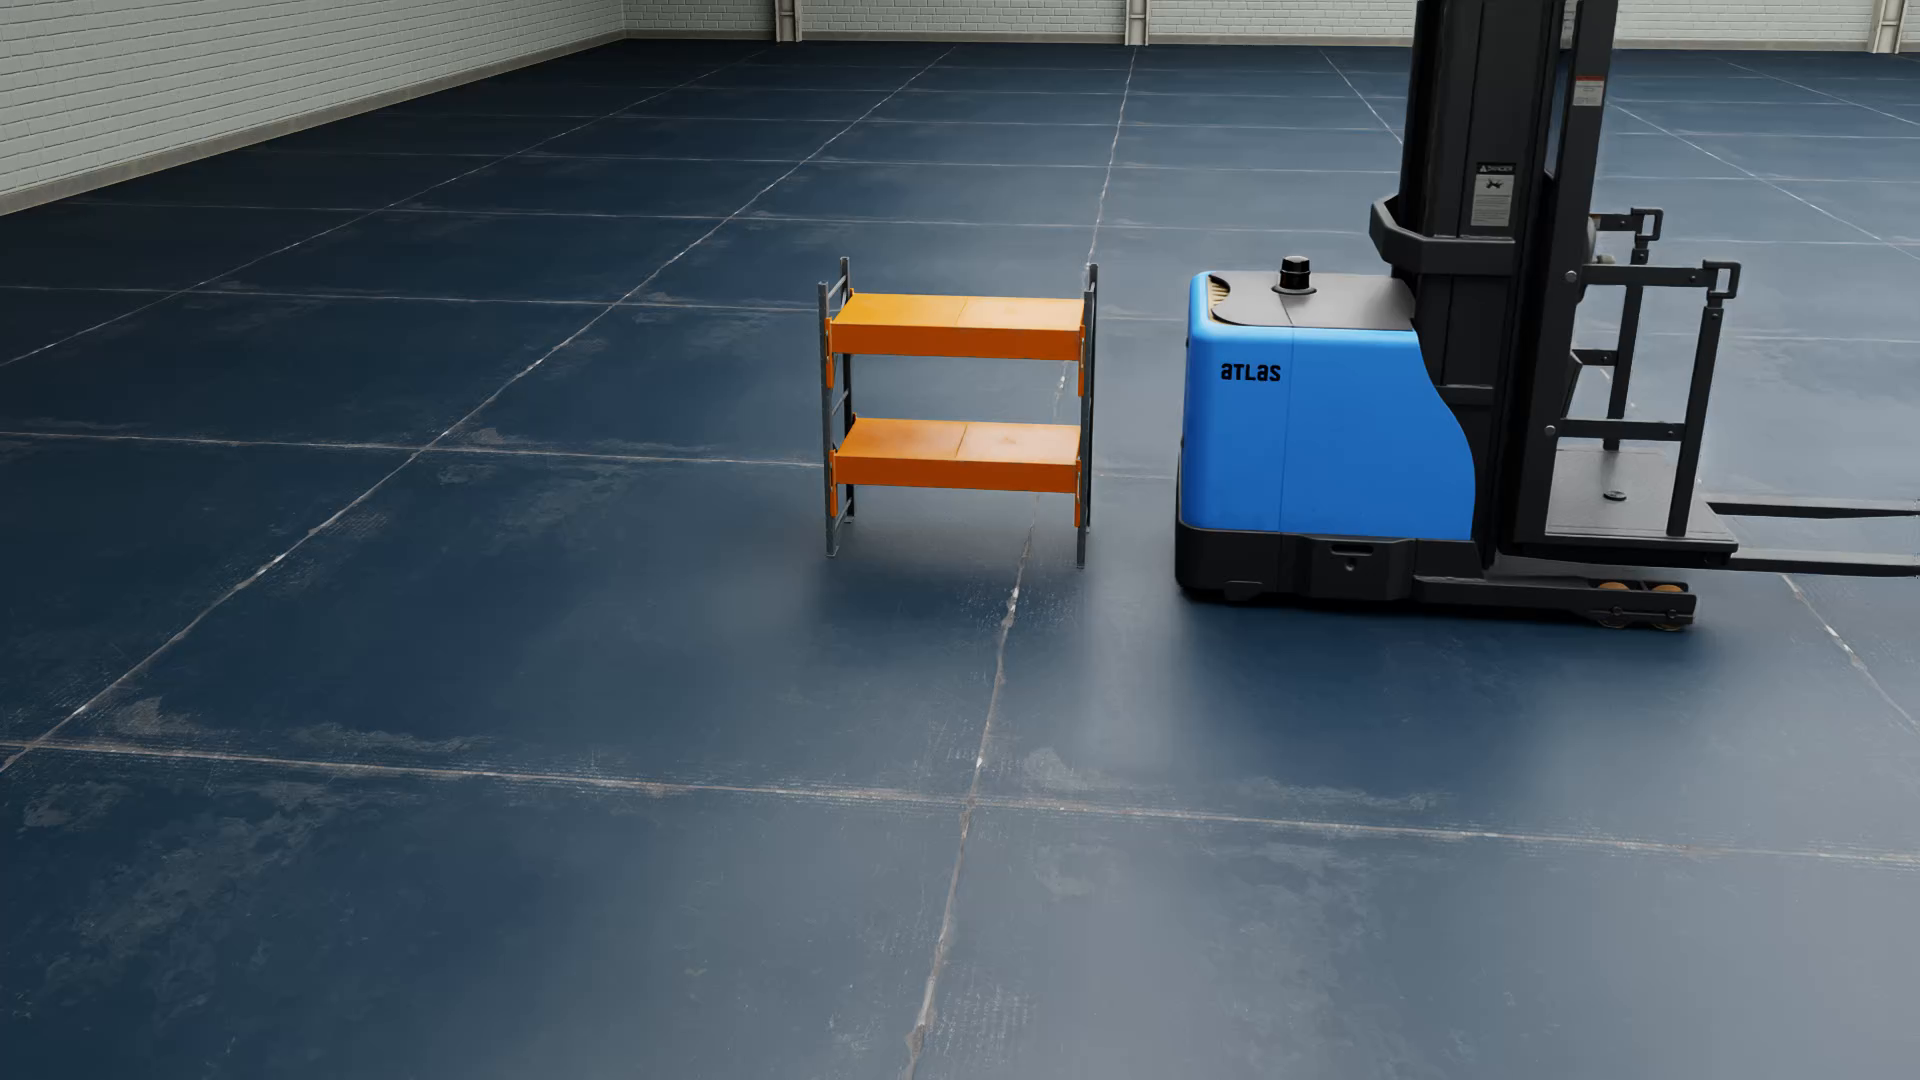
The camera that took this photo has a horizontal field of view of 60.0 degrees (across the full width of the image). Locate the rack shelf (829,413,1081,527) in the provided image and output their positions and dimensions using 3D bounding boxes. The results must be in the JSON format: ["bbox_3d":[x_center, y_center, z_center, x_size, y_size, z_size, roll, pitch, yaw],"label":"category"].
[{"bbox_3d":[0.007,-0.295,6.822,1.000,0.278,0.538,2,22,6],"label":"rack shelf"}]

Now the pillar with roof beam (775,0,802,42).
[{"bbox_3d":[-3.470,-11.283,23.240,0.400,9.000,9.100,2,22,6],"label":"pillar with roof beam"}]

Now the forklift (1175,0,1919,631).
[{"bbox_3d":[2.381,-1.237,6.083,3.031,2.935,1.130,3,22,7],"label":"forklift"}]

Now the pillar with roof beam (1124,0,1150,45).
[{"bbox_3d":[2.489,-11.024,22.584,0.400,9.000,9.100,2,22,6],"label":"pillar with roof beam"}]

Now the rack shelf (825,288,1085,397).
[{"bbox_3d":[0.007,-0.795,6.625,1.000,0.278,0.538,2,22,6],"label":"rack shelf"}]

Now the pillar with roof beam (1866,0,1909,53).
[{"bbox_3d":[14.405,-10.504,21.270,0.400,9.000,9.100,2,22,6],"label":"pillar with roof beam"}]

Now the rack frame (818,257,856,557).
[{"bbox_3d":[-0.498,-0.545,6.788,0.032,1.125,0.500,2,22,6],"label":"rack frame"}]

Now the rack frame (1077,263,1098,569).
[{"bbox_3d":[0.512,-0.501,6.677,0.032,1.125,0.500,2,22,6],"label":"rack frame"}]

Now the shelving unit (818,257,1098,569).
[{"bbox_3d":[0.007,-0.523,6.732,1.048,1.125,0.538,2,22,6],"label":"shelving unit"}]
